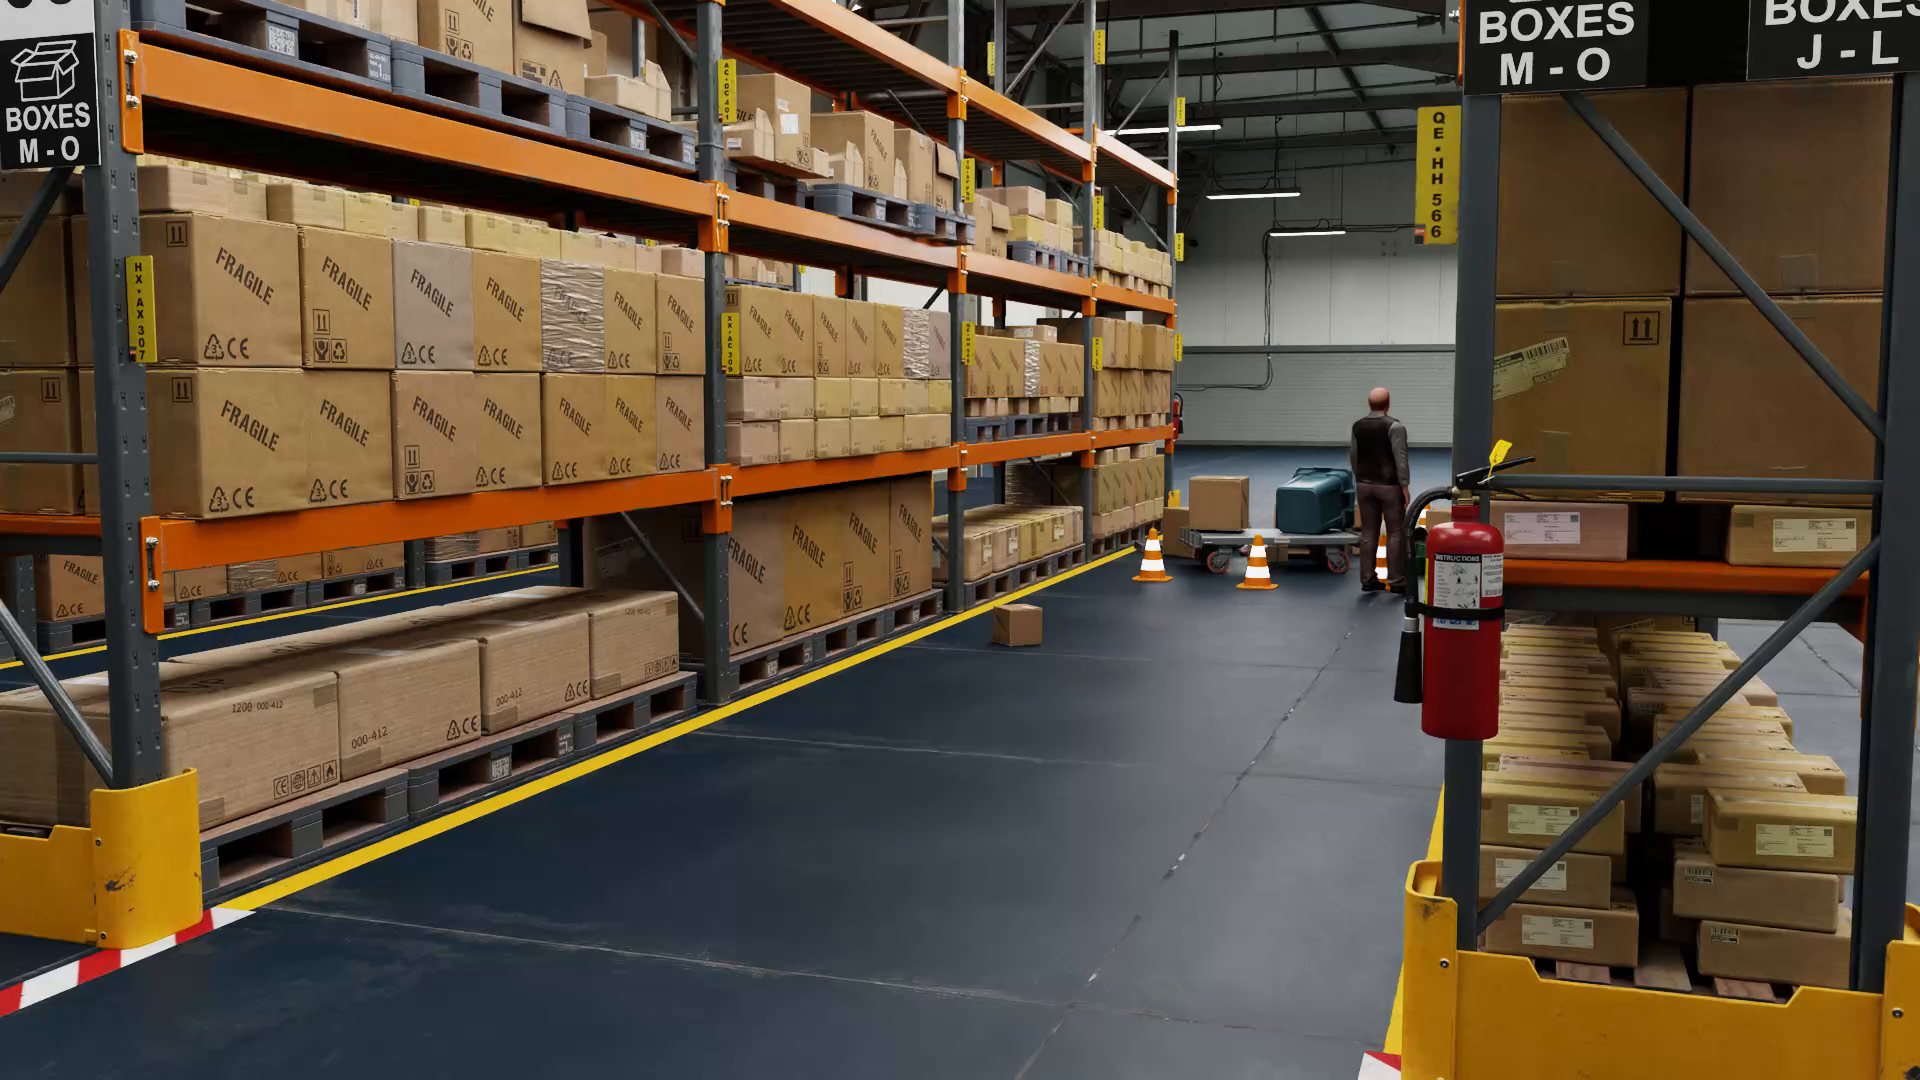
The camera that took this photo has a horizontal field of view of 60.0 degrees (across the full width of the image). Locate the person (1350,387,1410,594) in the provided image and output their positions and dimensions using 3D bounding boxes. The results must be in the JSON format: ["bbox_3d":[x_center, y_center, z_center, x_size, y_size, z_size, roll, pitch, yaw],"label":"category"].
[{"bbox_3d":[3.562,-0.415,14.005,0.428,1.739,0.557,-5,7,-44],"label":"person"}]
